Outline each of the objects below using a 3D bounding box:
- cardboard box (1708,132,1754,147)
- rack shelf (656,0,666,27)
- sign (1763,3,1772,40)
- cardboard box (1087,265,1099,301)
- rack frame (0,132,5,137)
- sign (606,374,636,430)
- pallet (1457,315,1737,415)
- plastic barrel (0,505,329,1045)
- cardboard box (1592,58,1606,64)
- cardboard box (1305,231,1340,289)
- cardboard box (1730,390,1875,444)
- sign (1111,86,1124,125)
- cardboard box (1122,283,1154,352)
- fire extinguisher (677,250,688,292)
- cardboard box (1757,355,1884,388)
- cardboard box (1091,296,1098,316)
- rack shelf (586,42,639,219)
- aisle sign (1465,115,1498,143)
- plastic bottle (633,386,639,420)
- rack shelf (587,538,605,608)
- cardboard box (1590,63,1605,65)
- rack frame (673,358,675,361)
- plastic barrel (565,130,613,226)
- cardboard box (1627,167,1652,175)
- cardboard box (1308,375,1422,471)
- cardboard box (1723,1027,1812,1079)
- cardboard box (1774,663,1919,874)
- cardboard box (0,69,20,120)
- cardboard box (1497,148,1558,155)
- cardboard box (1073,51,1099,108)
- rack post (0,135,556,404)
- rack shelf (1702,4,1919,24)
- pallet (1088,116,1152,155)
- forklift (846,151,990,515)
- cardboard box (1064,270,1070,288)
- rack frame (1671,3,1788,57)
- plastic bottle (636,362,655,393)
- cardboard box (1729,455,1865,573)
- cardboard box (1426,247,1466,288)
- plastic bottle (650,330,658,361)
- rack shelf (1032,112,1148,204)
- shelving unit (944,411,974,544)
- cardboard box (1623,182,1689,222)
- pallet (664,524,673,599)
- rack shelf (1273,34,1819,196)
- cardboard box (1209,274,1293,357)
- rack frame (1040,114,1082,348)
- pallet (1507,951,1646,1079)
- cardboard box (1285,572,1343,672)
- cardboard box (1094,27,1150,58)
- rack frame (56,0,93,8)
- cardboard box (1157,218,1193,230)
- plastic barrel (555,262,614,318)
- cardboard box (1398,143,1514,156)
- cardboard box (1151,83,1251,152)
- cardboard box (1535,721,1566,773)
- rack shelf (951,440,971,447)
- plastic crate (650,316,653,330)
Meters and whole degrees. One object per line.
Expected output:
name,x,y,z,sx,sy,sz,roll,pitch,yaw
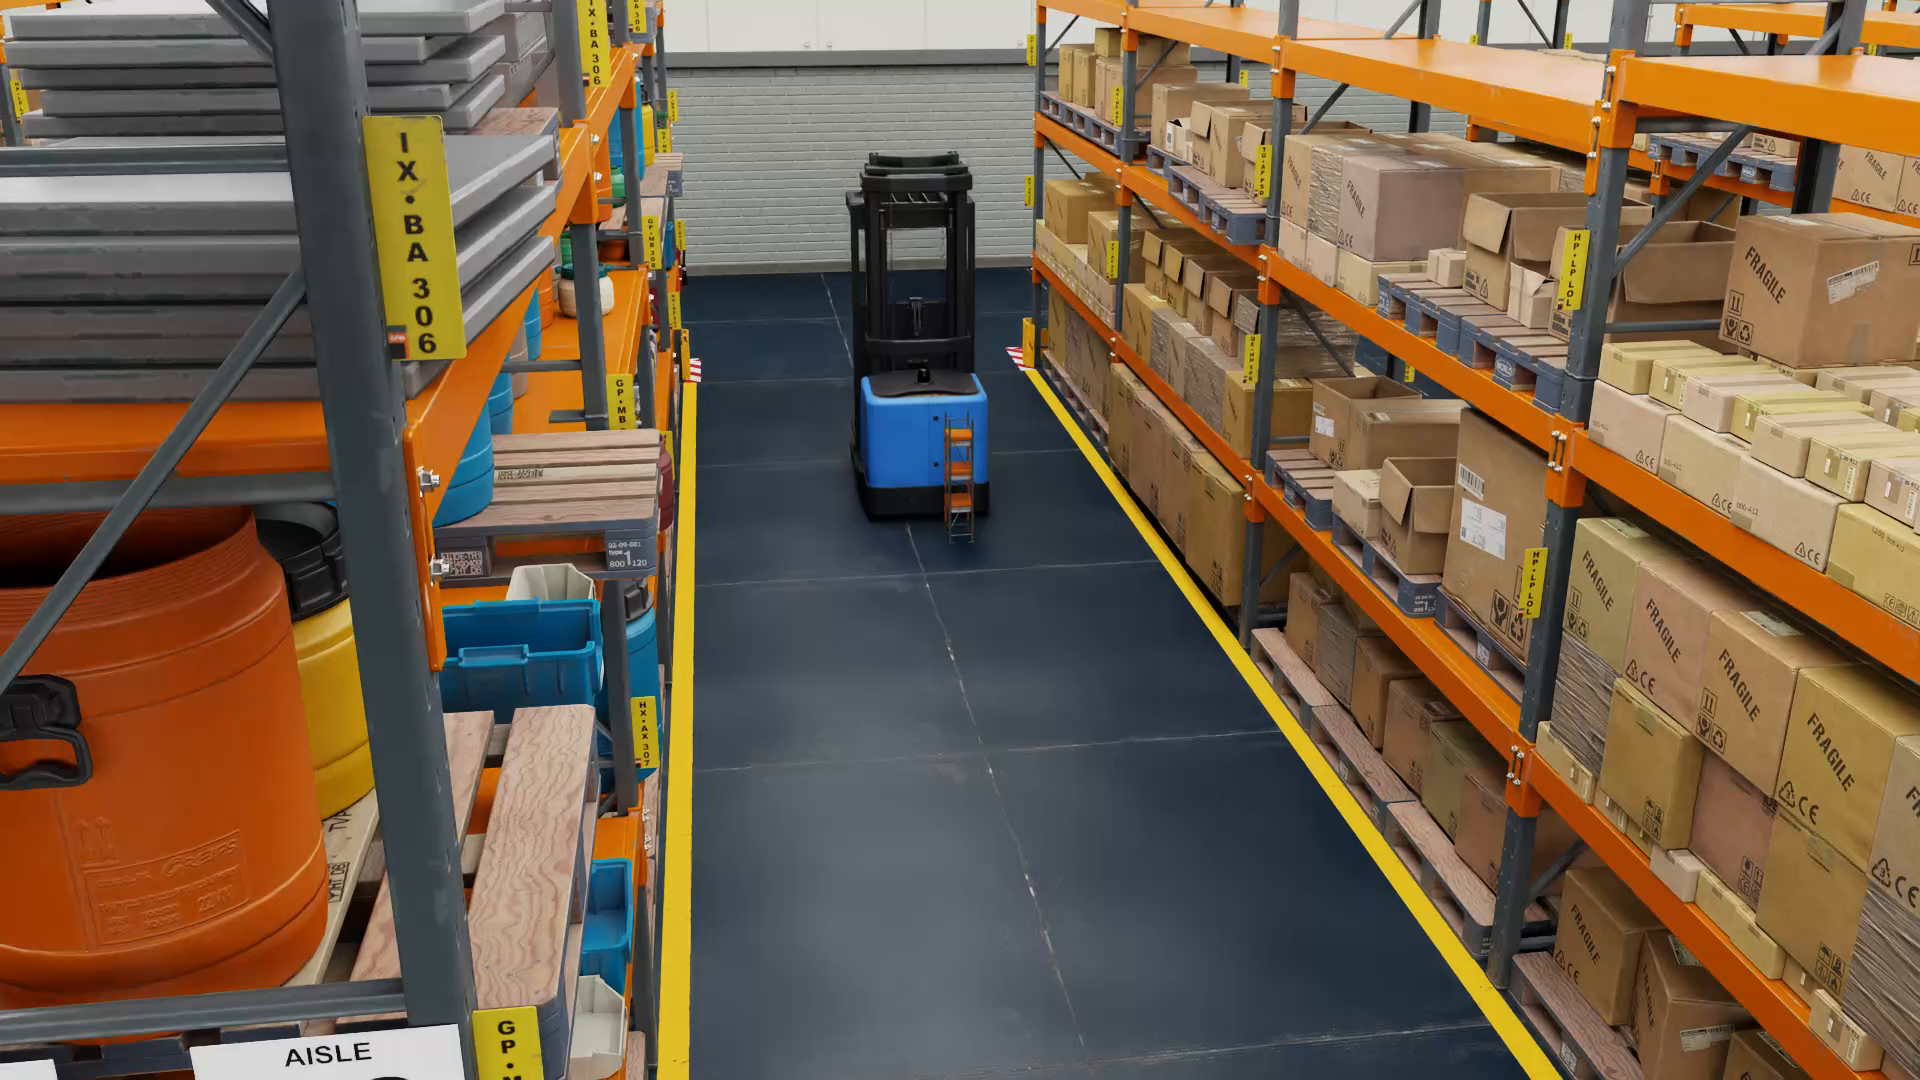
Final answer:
cardboard box,6.739,-3.527,14.112,0.500,0.311,0.500,-3,21,-9
rack shelf,-3.292,-4.795,15.294,1.077,0.370,4.000,-3,21,-8
sign,10.331,-7.155,21.715,10.293,4.268,5.818,-3,21,-8
cardboard box,1.497,-2.455,15.790,0.500,0.250,0.500,-2,21,-6
rack frame,-7.909,-4.379,12.578,0.949,2.616,0.053,-3,21,-8
sign,-1.305,-0.480,6.415,0.100,0.325,0.005,-3,21,-8
pallet,3.067,-0.833,7.641,1.213,0.211,1.003,-3,21,-8
plastic barrel,-1.470,0.373,2.930,0.600,0.830,0.708,-3,21,-8
cardboard box,6.736,-4.877,17.131,0.380,0.149,0.250,-2,21,-7
cardboard box,2.364,-1.663,9.810,0.500,0.250,0.500,-2,21,-6
cardboard box,2.995,-0.424,5.921,0.380,0.149,0.250,-2,21,-6
sign,1.349,-3.723,14.257,0.100,0.325,0.005,-3,21,-8
cardboard box,1.716,-1.942,14.485,0.500,0.500,0.500,-3,21,-8
fire extinguisher,-3.152,-3.066,18.282,0.296,0.674,0.183,-3,21,-8
cardboard box,3.332,-0.624,6.456,0.380,0.149,0.250,-3,21,-7
cardboard box,1.455,-2.216,15.722,0.380,0.149,0.250,-3,21,-9
rack shelf,-2.139,-2.026,7.878,1.077,0.370,4.000,-3,21,-8
aisle sign,5.936,-4.895,18.819,0.394,0.787,0.004,-3,21,-8
plastic bottle,-2.370,-1.020,12.338,0.152,0.276,0.135,-3,21,-8
rack shelf,-1.562,0.577,4.625,1.077,0.370,4.000,-3,21,-8
cardboard box,6.236,-4.666,16.564,0.380,0.149,0.250,-3,21,-9
rack frame,-3.577,-3.202,18.002,0.949,2.616,0.053,-3,21,-8
plastic barrel,-2.506,-2.432,10.439,0.600,0.830,0.708,-3,21,-8
cardboard box,6.895,-3.774,16.319,0.522,1.351,0.999,-3,21,-8
cardboard box,2.592,-0.740,10.669,0.500,0.500,0.500,-6,21,-14
cardboard box,3.326,2.227,6.439,0.500,0.500,0.500,-5,21,-13
cardboard box,3.092,0.736,5.462,0.500,0.500,0.500,-3,21,-8
cardboard box,-8.014,-3.655,13.357,0.700,0.500,0.500,-3,21,-8
cardboard box,6.125,-3.978,18.083,0.500,0.500,0.500,-2,21,-6
cardboard box,1.533,-4.592,16.552,0.700,0.500,0.500,-4,21,-11
rack post,-1.257,-0.507,2.925,0.937,0.300,0.954,-1,20,-2
rack shelf,7.109,-4.001,12.784,0.919,0.052,3.809,-3,21,-8
pallet,1.790,-3.714,15.213,1.003,0.211,1.213,-3,21,-8
forklift,-0.443,-2.061,15.045,1.130,2.935,3.031,-2,21,-7
cardboard box,1.269,-2.662,16.915,0.380,0.149,0.250,-3,21,-9
rack frame,6.820,-5.092,14.489,1.000,3.000,0.127,-3,21,-8
plastic bottle,-2.482,-1.291,13.063,0.152,0.276,0.135,-3,21,-8
cardboard box,3.004,-0.108,5.644,0.500,0.250,0.500,-4,21,-10
cardboard box,2.681,-1.434,8.714,0.380,0.166,0.250,-3,21,-9
plastic bottle,-2.627,-1.639,13.994,0.152,0.276,0.135,-3,21,-8
rack shelf,1.609,-3.827,16.418,1.077,0.370,4.000,-3,21,-8
shelving unit,-0.008,-0.510,13.582,0.215,1.050,0.252,-3,21,-8
cardboard box,6.485,-3.086,15.694,0.500,0.500,0.500,-4,21,-10
pallet,-2.755,0.182,12.927,1.003,0.211,1.213,-3,21,-8
rack shelf,2.762,-2.275,8.547,1.077,0.370,4.000,-3,21,-8
cardboard box,2.294,-1.678,12.346,0.797,0.503,0.637,-2,21,-6
rack frame,1.324,-3.452,18.671,0.949,2.616,0.053,-3,21,-8
pallet,3.183,2.240,7.417,1.003,0.211,1.213,-3,21,-8
cardboard box,2.590,0.514,10.997,0.700,0.500,0.500,-4,21,-11
cardboard box,1.602,-4.799,16.032,0.500,0.250,0.500,-4,21,-9
rack frame,-7.332,-1.685,9.379,1.000,5.808,16.090,-3,21,-8
cardboard box,2.081,-2.666,15.284,0.500,0.500,0.500,-3,21,-8
plastic barrel,-2.013,-1.344,8.938,0.301,0.262,0.301,0,20,0
cardboard box,2.875,-2.039,9.743,0.500,0.500,0.500,-3,21,-8
cardboard box,1.991,-3.515,13.811,0.700,0.500,0.500,-2,21,-6
cardboard box,2.784,0.910,7.351,0.380,0.149,0.250,-3,21,-8
rack shelf,-0.008,-0.813,13.469,0.166,0.050,0.221,-3,21,-8
plastic crate,-2.929,-1.890,14.780,0.396,0.136,0.243,-3,21,-8
